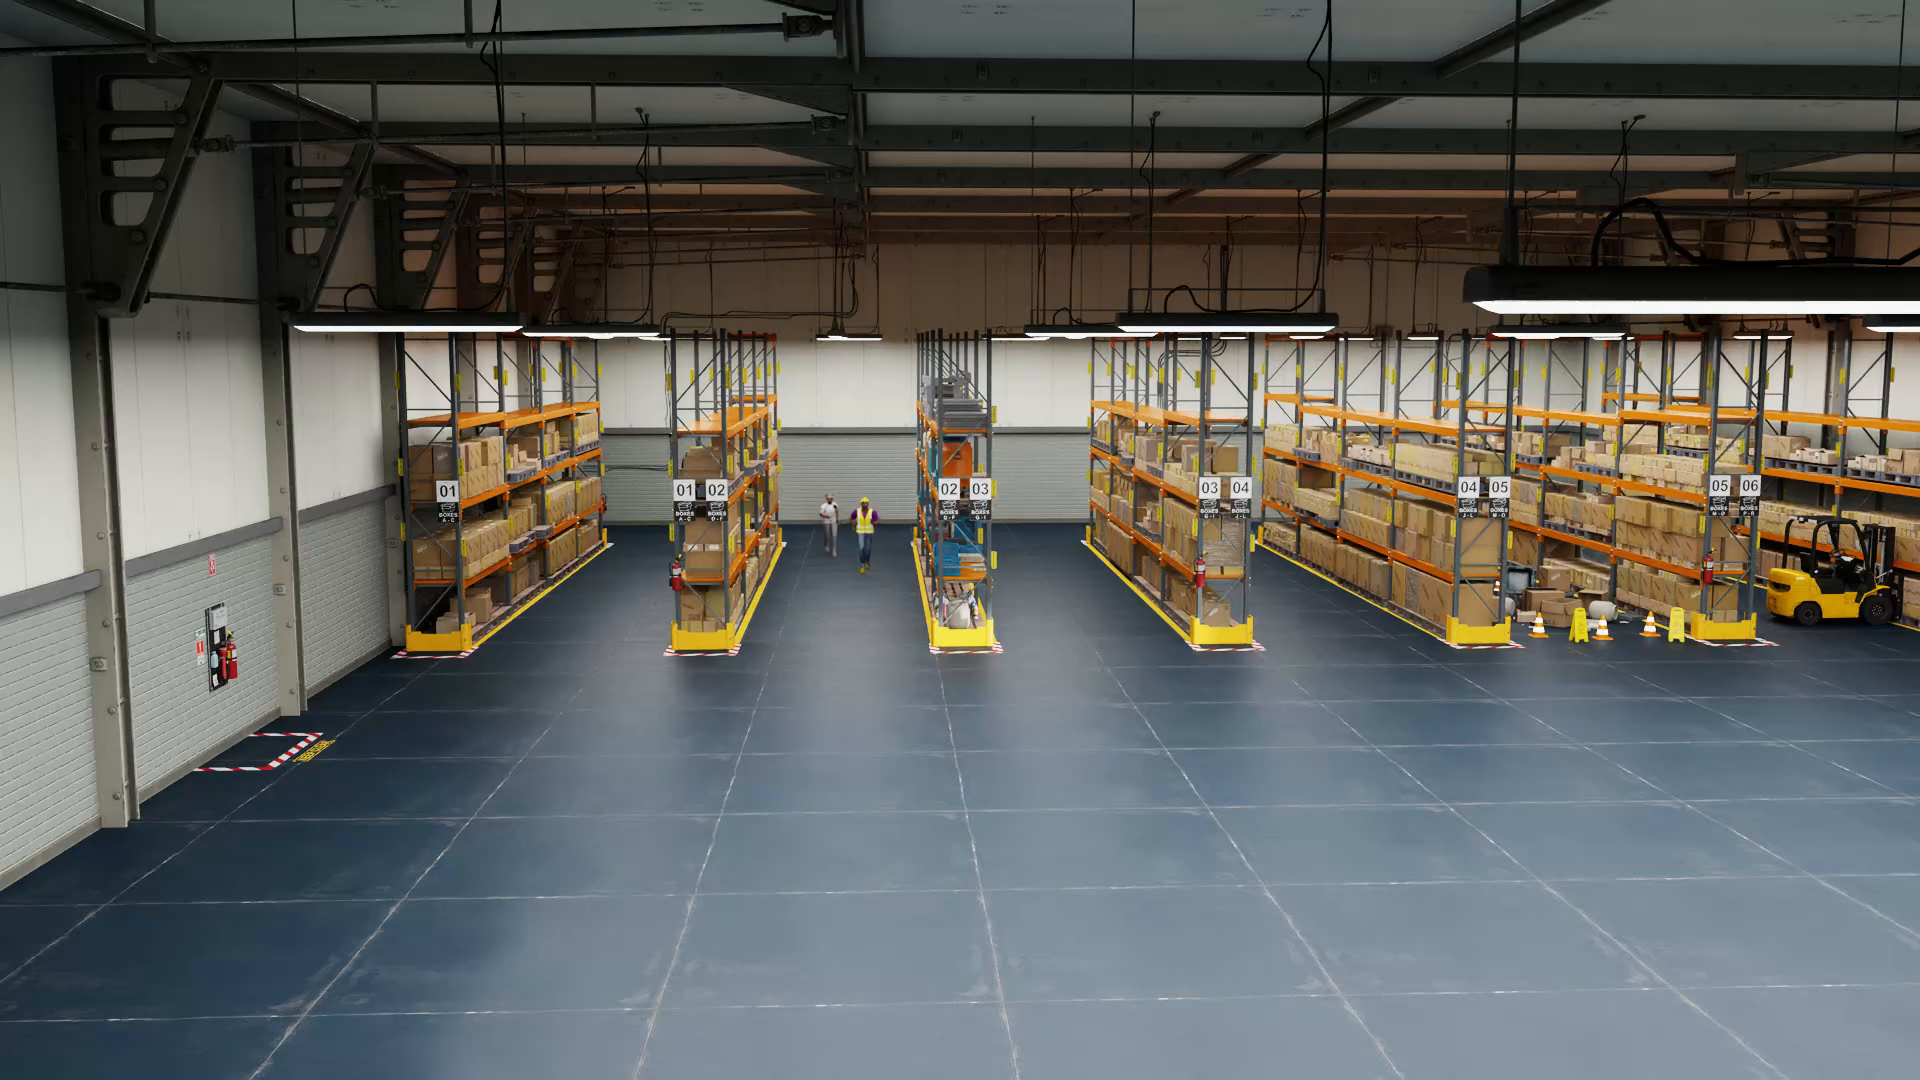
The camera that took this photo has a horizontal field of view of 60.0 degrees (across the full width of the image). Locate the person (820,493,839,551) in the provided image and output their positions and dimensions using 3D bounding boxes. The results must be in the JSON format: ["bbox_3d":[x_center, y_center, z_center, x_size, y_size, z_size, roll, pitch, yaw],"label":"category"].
[{"bbox_3d":[-3.552,-0.500,45.213,0.560,1.590,0.831,-2,7,-14],"label":"person"}]

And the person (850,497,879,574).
[{"bbox_3d":[-2.298,-0.127,40.248,0.678,1.821,0.732,-1,7,-7],"label":"person"}]
